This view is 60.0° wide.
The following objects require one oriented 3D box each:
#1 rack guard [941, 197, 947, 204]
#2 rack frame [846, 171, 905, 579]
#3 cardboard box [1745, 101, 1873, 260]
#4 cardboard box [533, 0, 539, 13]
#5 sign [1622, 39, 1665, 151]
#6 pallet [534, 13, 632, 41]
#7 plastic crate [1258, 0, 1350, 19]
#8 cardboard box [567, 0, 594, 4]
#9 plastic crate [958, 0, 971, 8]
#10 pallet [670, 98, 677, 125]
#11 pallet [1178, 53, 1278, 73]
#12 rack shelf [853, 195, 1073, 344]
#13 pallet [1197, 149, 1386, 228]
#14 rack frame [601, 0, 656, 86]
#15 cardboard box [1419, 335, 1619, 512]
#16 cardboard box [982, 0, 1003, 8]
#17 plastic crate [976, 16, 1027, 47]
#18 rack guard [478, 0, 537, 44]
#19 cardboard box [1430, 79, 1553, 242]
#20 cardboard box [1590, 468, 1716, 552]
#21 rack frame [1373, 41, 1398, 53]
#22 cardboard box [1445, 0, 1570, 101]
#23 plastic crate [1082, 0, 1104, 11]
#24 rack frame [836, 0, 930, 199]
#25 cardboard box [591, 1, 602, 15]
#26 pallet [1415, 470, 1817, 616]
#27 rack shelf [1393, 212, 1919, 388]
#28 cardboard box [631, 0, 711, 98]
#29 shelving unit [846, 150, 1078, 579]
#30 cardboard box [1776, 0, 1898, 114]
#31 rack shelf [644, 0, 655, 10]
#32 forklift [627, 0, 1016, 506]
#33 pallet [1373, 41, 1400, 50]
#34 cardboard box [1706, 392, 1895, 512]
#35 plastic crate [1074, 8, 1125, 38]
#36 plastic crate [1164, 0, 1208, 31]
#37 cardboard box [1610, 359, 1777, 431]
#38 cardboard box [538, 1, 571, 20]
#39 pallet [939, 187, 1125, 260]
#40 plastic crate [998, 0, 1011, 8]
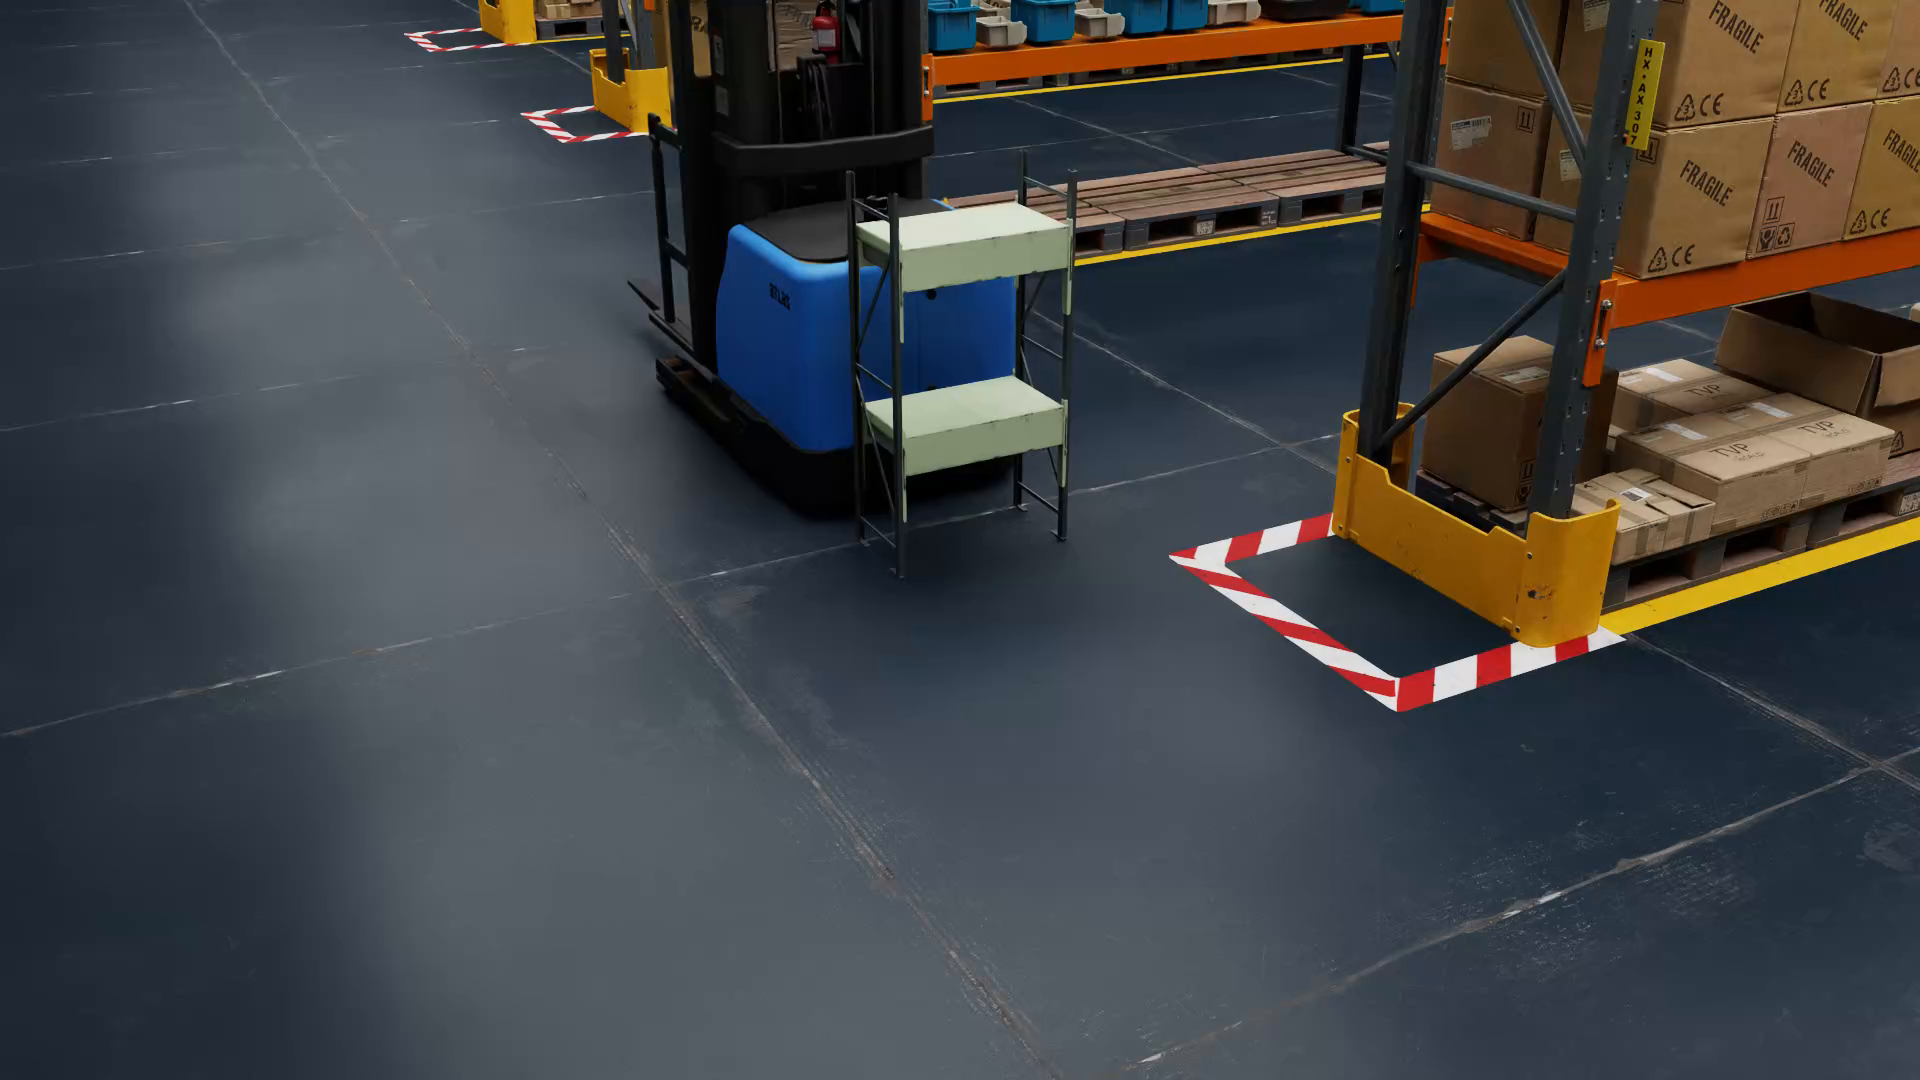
[{"bbox_3d":[-0.480,-1.954,10.243,0.348,0.500,1.175,-13,29,-25],"label":"rack guard"},{"bbox_3d":[-0.317,-0.603,6.273,0.023,1.500,0.400,-13,29,-25],"label":"rack frame"},{"bbox_3d":[2.831,-1.340,5.961,0.500,0.500,0.500,-13,29,-26],"label":"cardboard box"},{"bbox_3d":[-4.674,-5.988,18.566,0.250,0.149,0.380,-12,28,-24],"label":"cardboard box"},{"bbox_3d":[2.118,-1.382,5.162,0.005,0.325,0.100,-13,29,-25],"label":"sign"},{"bbox_3d":[-4.240,-5.808,18.603,1.213,0.211,1.003,-13,29,-25],"label":"pallet"},{"bbox_3d":[2.203,-3.478,10.777,0.590,0.125,0.437,-13,29,-25],"label":"plastic crate"},{"bbox_3d":[-4.189,-5.979,18.201,0.250,0.149,0.380,-13,29,-25],"label":"cardboard box"},{"bbox_3d":[-0.257,-3.274,9.992,0.499,0.435,0.616,-13,29,-25],"label":"plastic crate"},{"bbox_3d":[-2.127,-3.918,14.667,1.213,0.211,1.003,-13,29,-25],"label":"pallet"},{"bbox_3d":[2.457,-4.976,16.871,1.213,0.211,1.003,-13,29,-25],"label":"pallet"},{"bbox_3d":[0.006,-1.029,6.259,0.720,0.370,0.431,-13,29,-25],"label":"rack shelf"},{"bbox_3d":[2.434,-2.484,11.680,1.213,0.211,1.003,-13,29,-25],"label":"pallet"},{"bbox_3d":[-2.796,-4.983,13.662,0.127,3.000,1.000,-13,29,-25],"label":"rack frame"},{"bbox_3d":[2.227,-0.475,6.653,0.500,0.500,0.500,-13,29,-25],"label":"cardboard box"},{"bbox_3d":[0.114,-4.925,15.512,0.875,0.875,0.875,-13,29,-25],"label":"cardboard box"},{"bbox_3d":[0.230,-2.957,9.679,0.298,0.136,0.250,-13,29,-25],"label":"plastic crate"},{"bbox_3d":[-4.973,-5.786,18.224,0.348,0.500,1.175,-13,29,-25],"label":"rack guard"},{"bbox_3d":[2.130,-1.439,6.165,0.500,0.500,0.500,-12,28,-24],"label":"cardboard box"},{"bbox_3d":[2.614,-0.125,6.309,0.250,0.166,0.380,-13,29,-25],"label":"cardboard box"},{"bbox_3d":[4.263,-6.612,17.056,0.127,3.000,1.000,-13,29,-25],"label":"rack frame"},{"bbox_3d":[2.126,-1.890,5.950,0.500,0.500,0.500,-13,29,-26],"label":"cardboard box"},{"bbox_3d":[0.919,-3.421,10.646,0.250,0.136,0.298,-13,29,-25],"label":"plastic crate"},{"bbox_3d":[-0.465,-3.091,9.722,0.127,3.000,1.000,-13,29,-25],"label":"rack frame"},{"bbox_3d":[-4.019,-5.924,18.431,0.250,0.149,0.380,-13,28,-25],"label":"cardboard box"},{"bbox_3d":[2.633,-0.120,6.755,1.213,0.211,1.003,-13,29,-25],"label":"pallet"},{"bbox_3d":[3.627,-1.282,6.785,4.000,0.370,1.077,-13,29,-25],"label":"rack shelf"},{"bbox_3d":[-2.269,-4.375,14.366,0.875,0.875,0.875,-13,29,-25],"label":"cardboard box"},{"bbox_3d":[0.006,-0.677,6.428,0.755,1.500,0.431,-13,29,-25],"label":"shelving unit"},{"bbox_3d":[2.836,-1.793,5.749,0.500,0.500,0.500,-13,28,-25],"label":"cardboard box"},{"bbox_3d":[-1.031,-5.066,14.666,4.000,0.370,1.077,-13,29,-25],"label":"rack shelf"},{"bbox_3d":[-0.859,-2.065,7.664,1.130,2.935,3.031,-13,28,-25],"label":"forklift"},{"bbox_3d":[4.954,-5.513,17.990,1.213,0.211,1.003,-13,29,-25],"label":"pallet"},{"bbox_3d":[3.358,-0.363,6.710,0.500,0.250,0.500,-13,29,-25],"label":"cardboard box"},{"bbox_3d":[0.828,-3.096,9.967,0.298,0.136,0.250,-13,29,-25],"label":"plastic crate"},{"bbox_3d":[1.334,-3.296,10.274,0.300,0.233,0.416,-13,29,-25],"label":"plastic crate"},{"bbox_3d":[3.079,-0.544,7.086,0.500,0.250,0.500,-13,29,-25],"label":"cardboard box"},{"bbox_3d":[-4.427,-5.786,18.144,0.250,0.149,0.380,-12,28,-24],"label":"cardboard box"},{"bbox_3d":[0.281,-1.987,10.645,1.213,0.211,1.003,-13,29,-25],"label":"pallet"},{"bbox_3d":[0.432,-3.288,10.368,0.243,0.136,0.396,-13,29,-25],"label":"plastic crate"}]
